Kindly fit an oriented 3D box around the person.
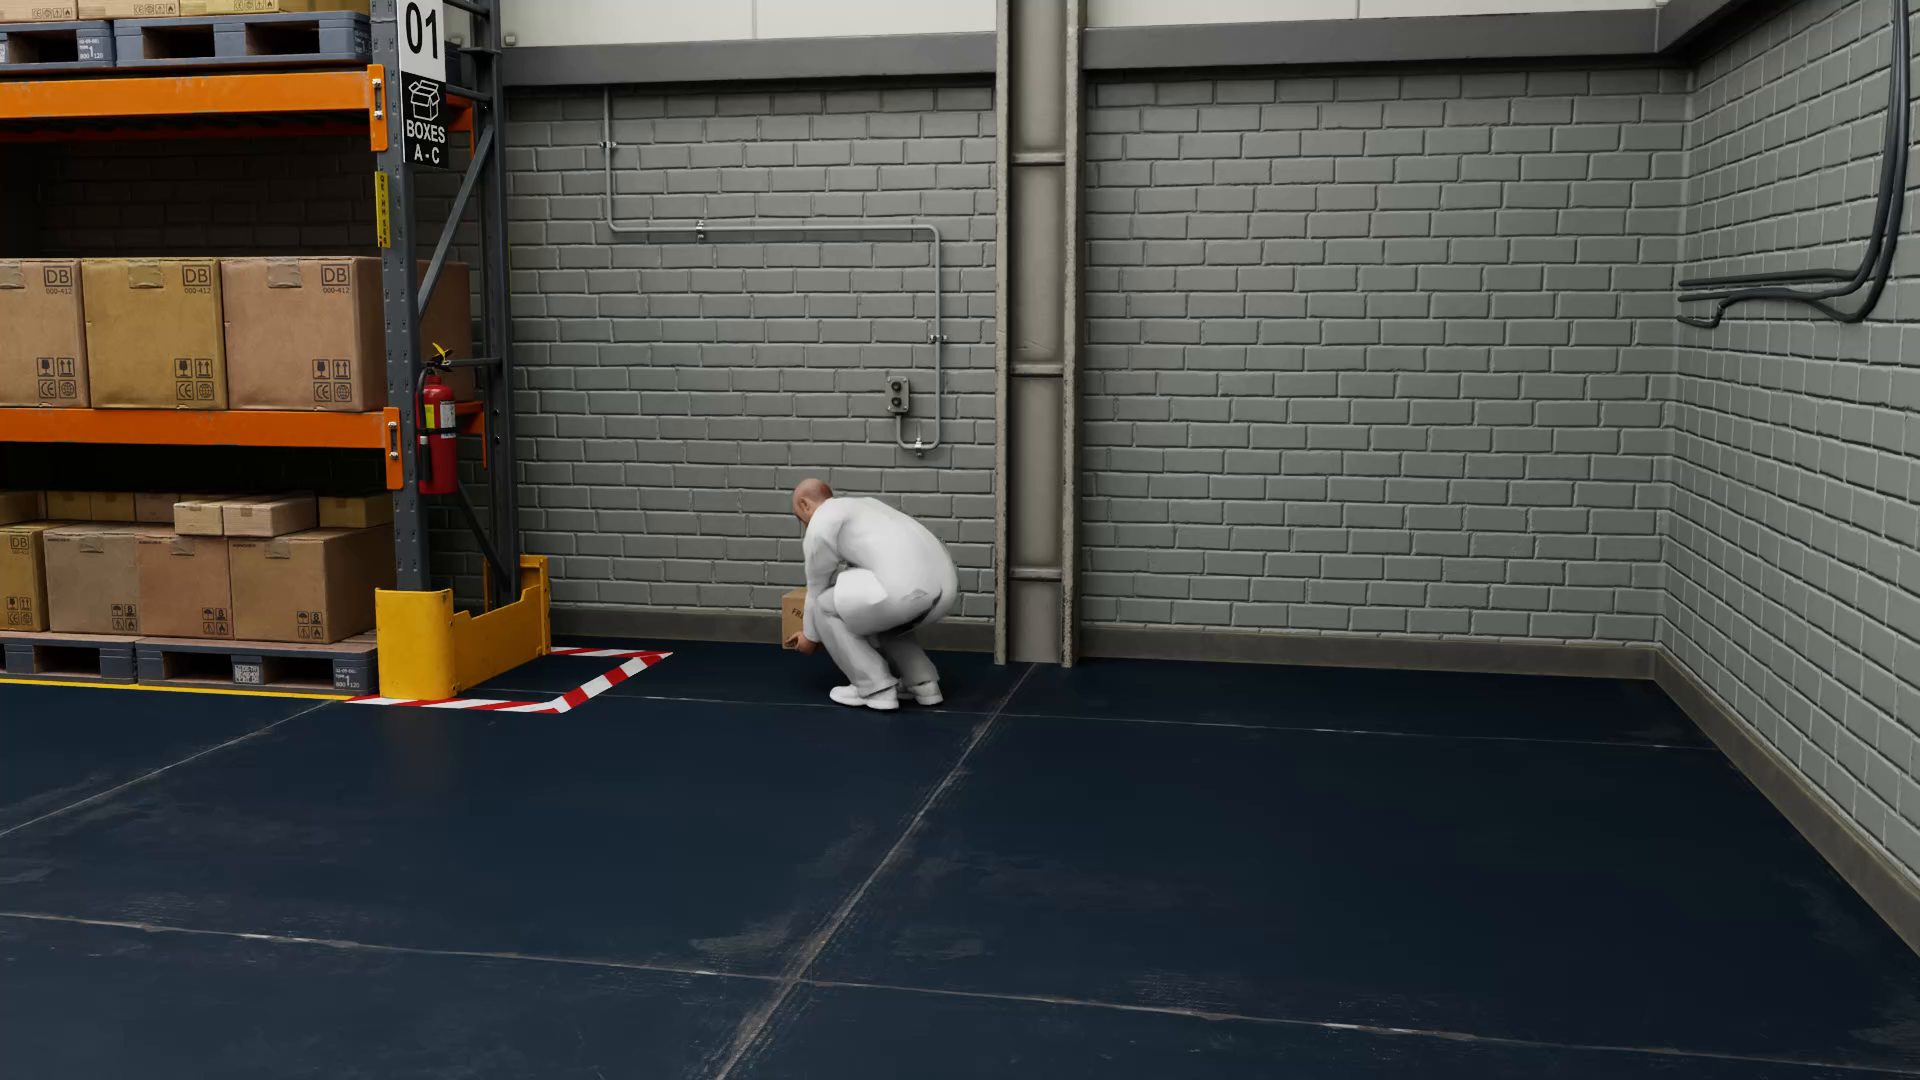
[{"bbox_3d":[-0.436,0.232,7.561,0.982,0.996,0.573,7,11,42],"label":"person"}]
